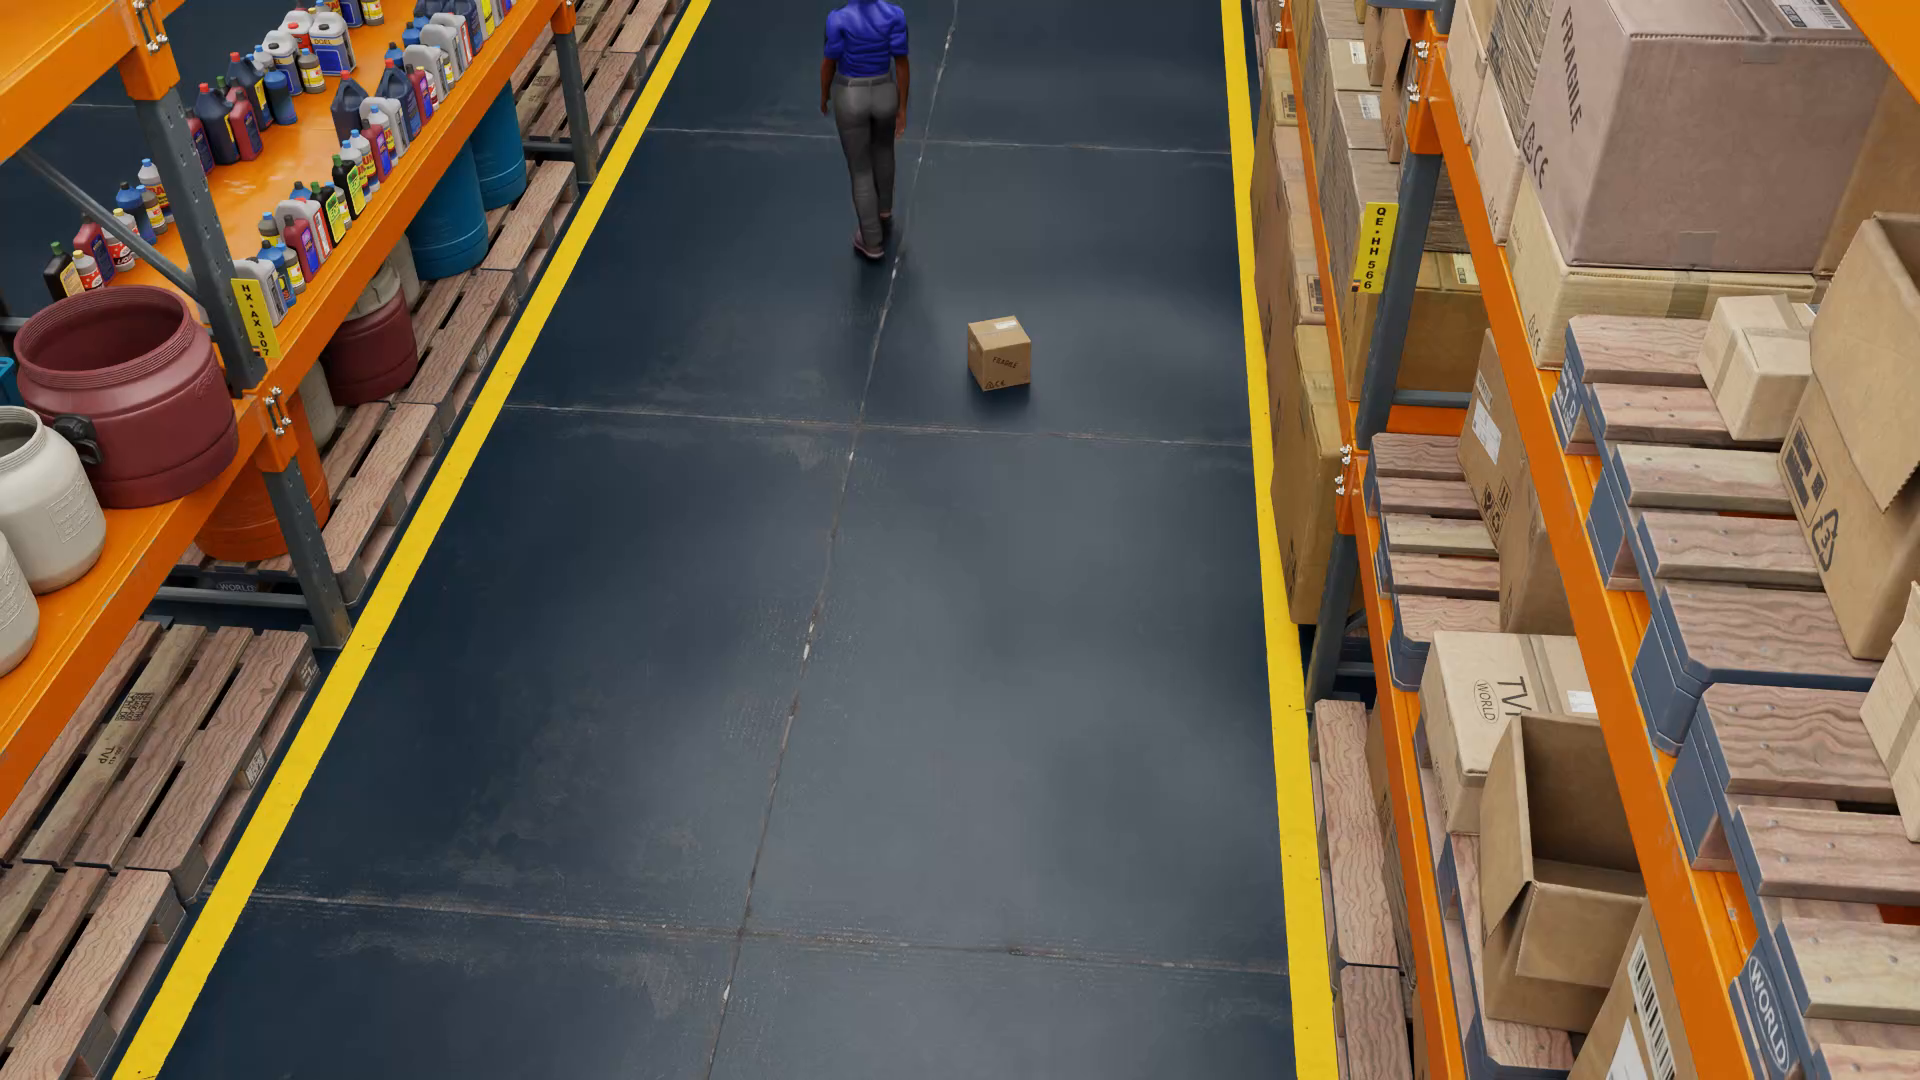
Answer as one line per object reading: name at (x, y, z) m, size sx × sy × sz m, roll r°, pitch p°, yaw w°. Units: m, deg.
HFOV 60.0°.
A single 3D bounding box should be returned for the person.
person at (-0.520, -2.334, 8.940) m, size 0.443 × 1.716 × 0.627 m, roll -13°, pitch 42°, yaw -15°
